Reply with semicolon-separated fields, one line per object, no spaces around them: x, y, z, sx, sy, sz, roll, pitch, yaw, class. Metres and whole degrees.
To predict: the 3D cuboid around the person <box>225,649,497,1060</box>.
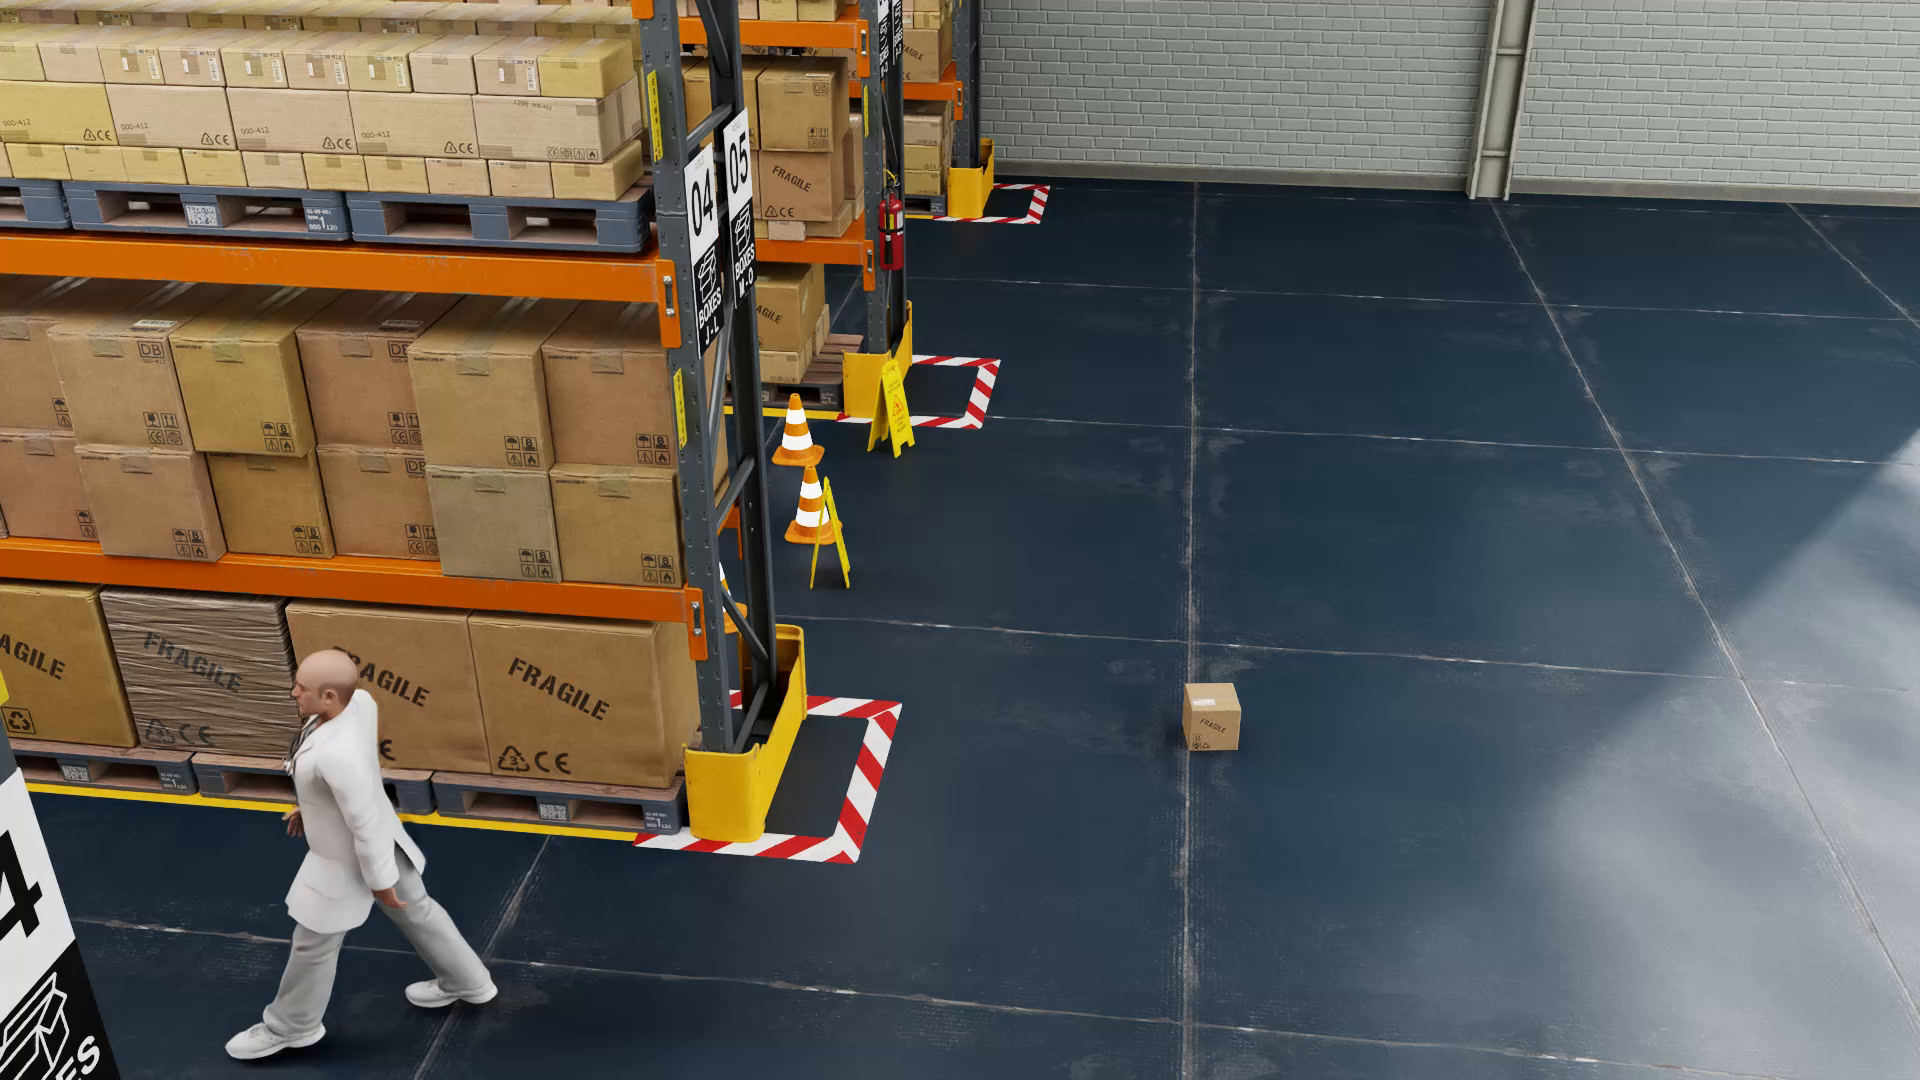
-2.417;1.175;6.392;1.034;1.733;0.584;-3;28;-6;person
